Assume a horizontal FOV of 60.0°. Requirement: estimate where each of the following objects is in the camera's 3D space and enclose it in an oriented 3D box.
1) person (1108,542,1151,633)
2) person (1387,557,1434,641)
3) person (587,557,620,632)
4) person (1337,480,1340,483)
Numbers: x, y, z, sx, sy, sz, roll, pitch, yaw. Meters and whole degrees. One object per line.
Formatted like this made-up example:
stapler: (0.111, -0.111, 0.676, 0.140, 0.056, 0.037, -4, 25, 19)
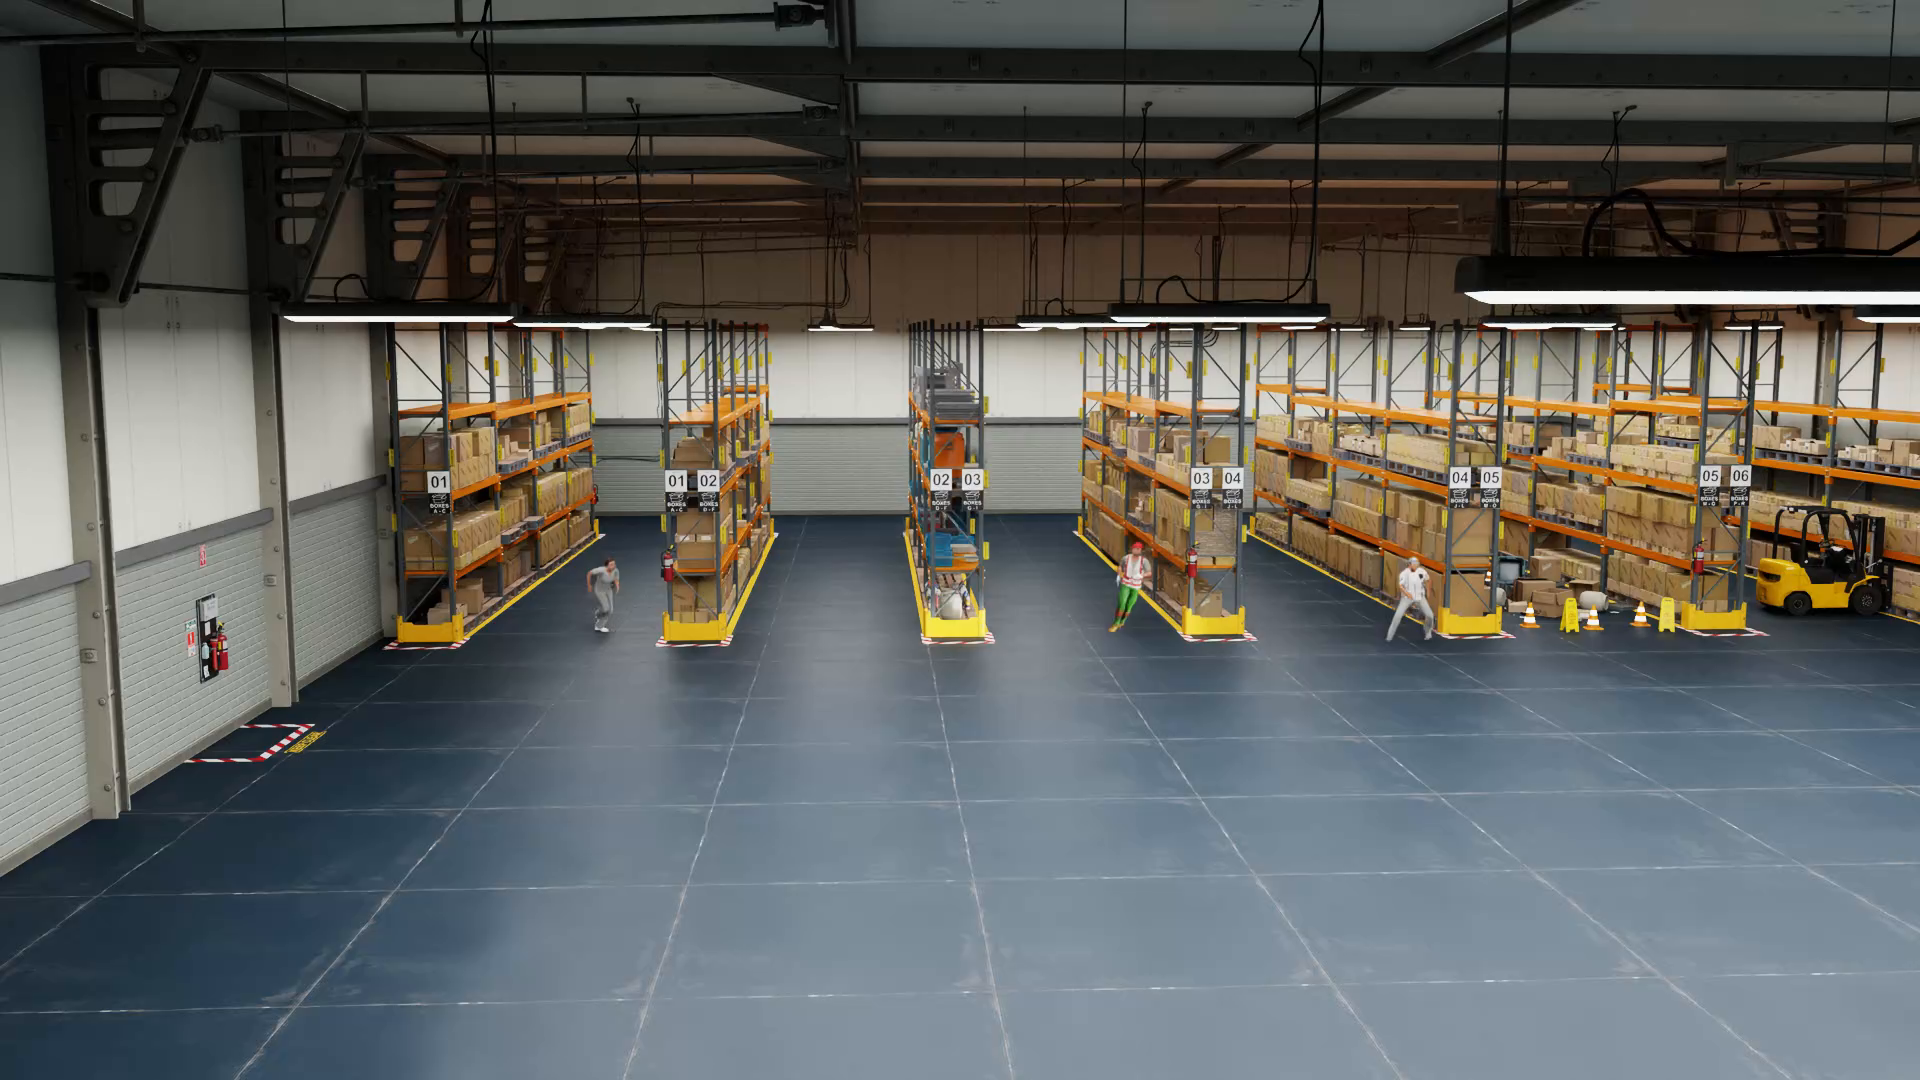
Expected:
person: (3.268, 0.882, 32.120, 0.821, 1.729, 0.744, 0, 7, 2)
person: (8.459, 1.103, 31.226, 0.849, 1.595, 0.563, 1, 7, 6)
person: (-6.840, 1.050, 31.916, 0.597, 1.500, 0.776, -6, 9, -38)
person: (10.900, -0.892, 47.253, 0.700, 1.596, 1.017, -4, 8, -29)
